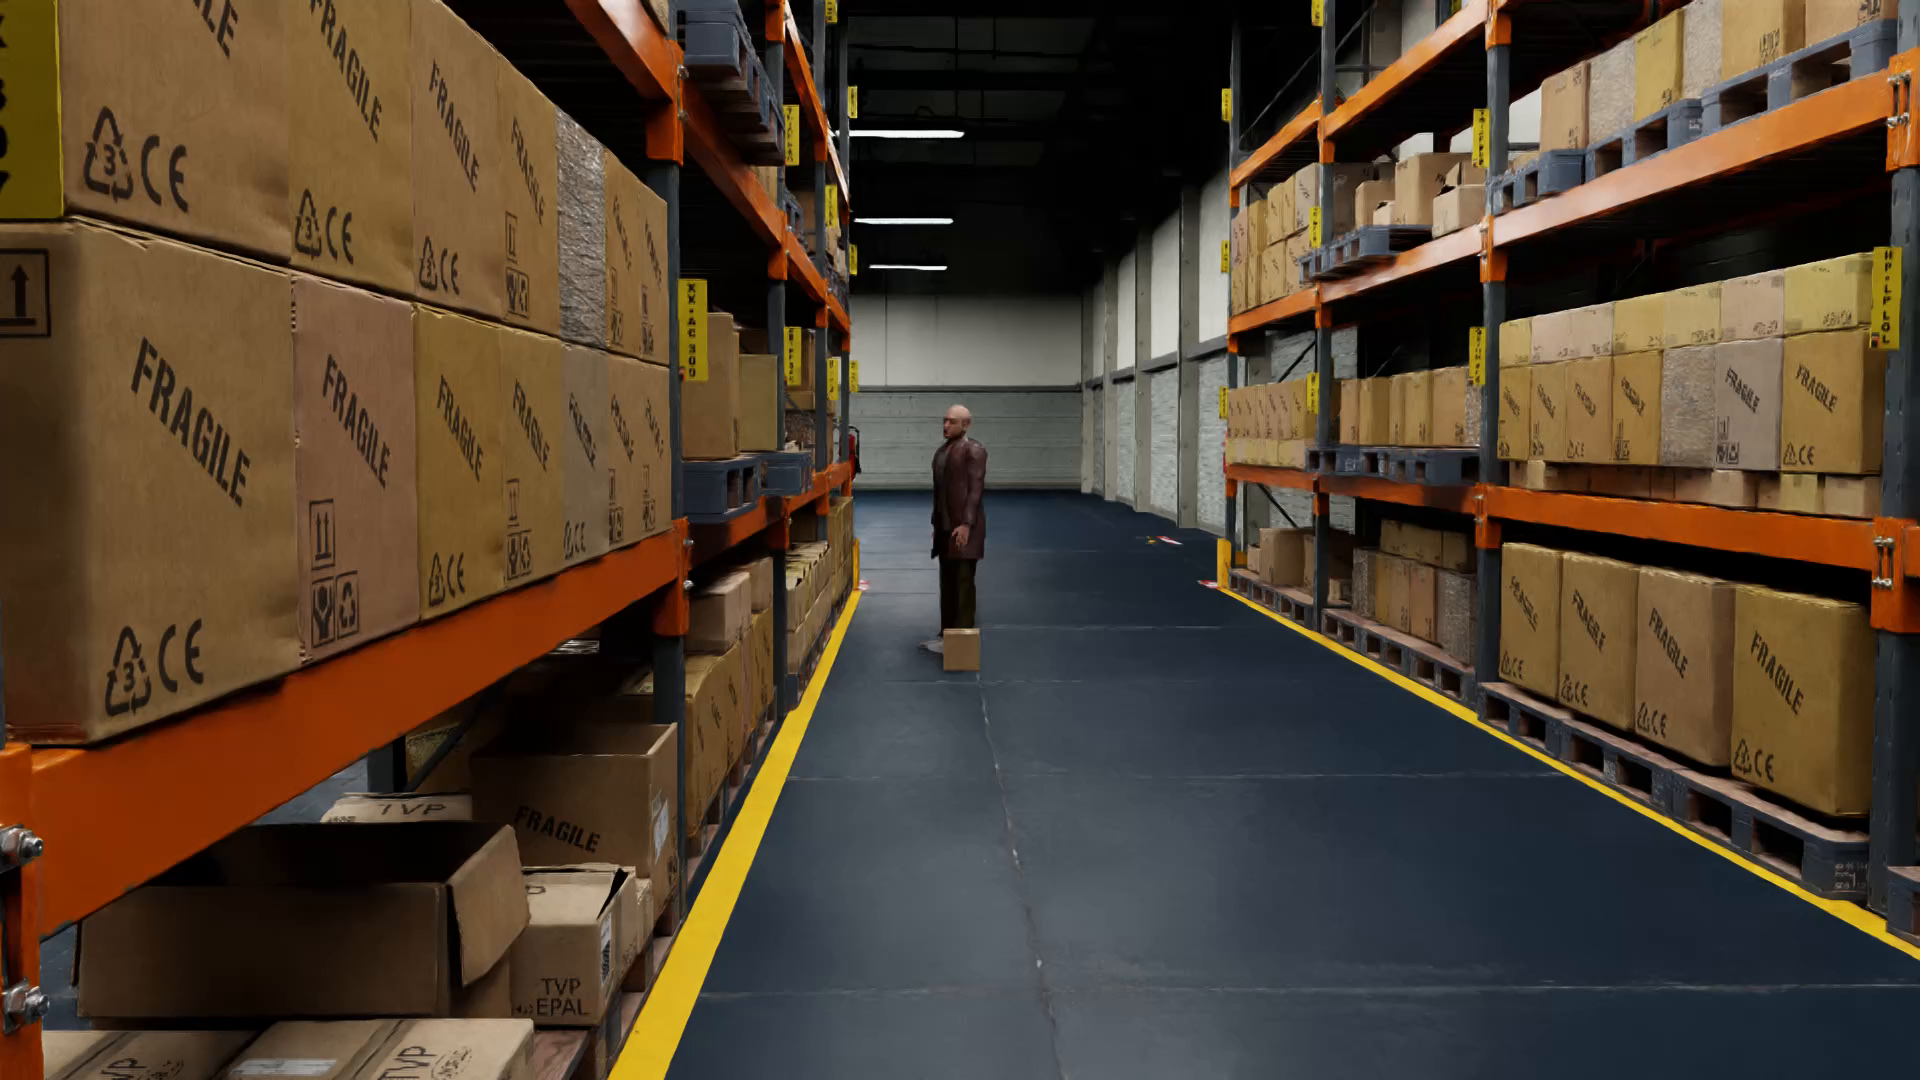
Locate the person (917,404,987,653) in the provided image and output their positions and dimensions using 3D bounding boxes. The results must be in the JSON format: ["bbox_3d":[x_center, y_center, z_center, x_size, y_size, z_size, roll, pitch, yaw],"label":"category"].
[{"bbox_3d":[-0.099,-0.080,11.982,0.494,1.789,0.637,-2,4,-34],"label":"person"}]
